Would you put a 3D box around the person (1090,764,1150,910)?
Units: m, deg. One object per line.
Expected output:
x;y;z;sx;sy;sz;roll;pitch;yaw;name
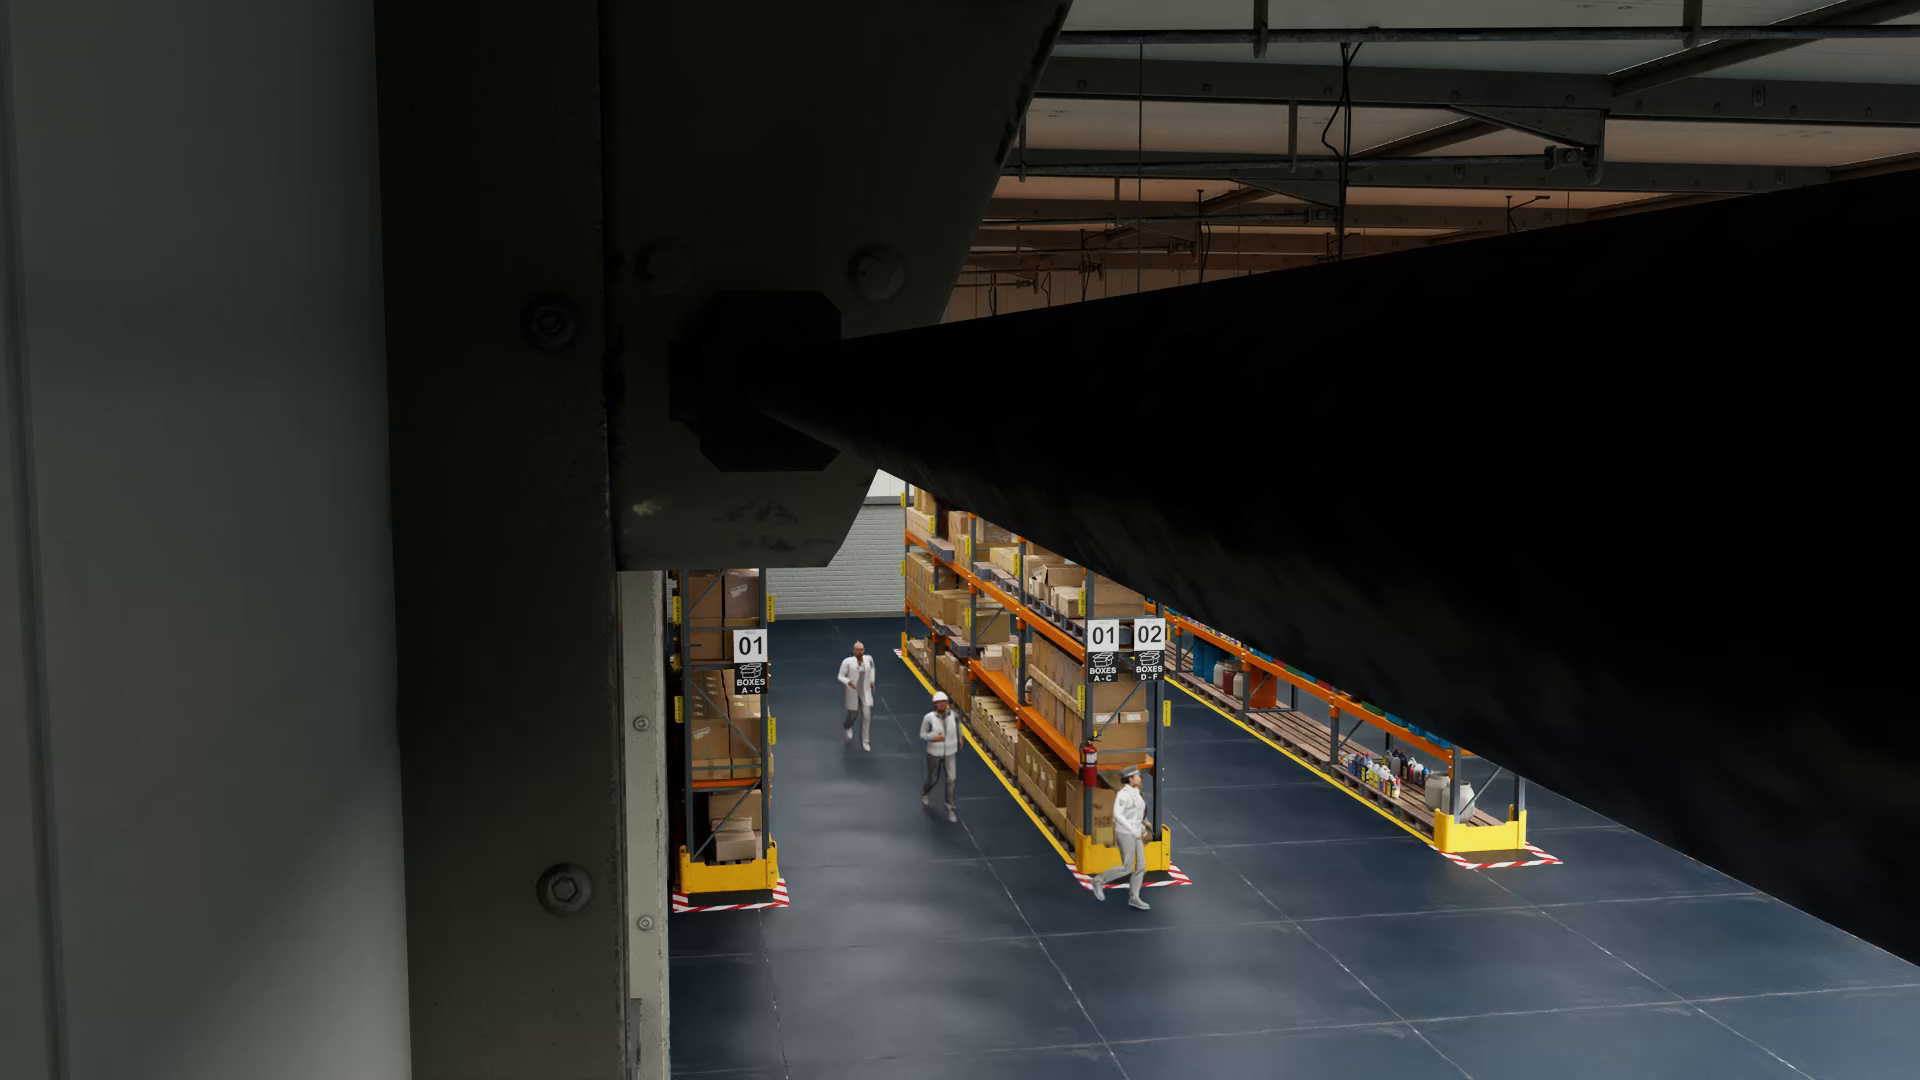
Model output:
1.973;3.470;19.702;0.728;1.651;0.679;2;6;23;person

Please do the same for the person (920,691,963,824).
-0.271;3.013;23.499;0.665;1.806;0.954;-2;6;-15;person

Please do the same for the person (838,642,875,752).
-1.713;2.568;27.742;0.690;1.771;1.042;-2;6;-18;person
